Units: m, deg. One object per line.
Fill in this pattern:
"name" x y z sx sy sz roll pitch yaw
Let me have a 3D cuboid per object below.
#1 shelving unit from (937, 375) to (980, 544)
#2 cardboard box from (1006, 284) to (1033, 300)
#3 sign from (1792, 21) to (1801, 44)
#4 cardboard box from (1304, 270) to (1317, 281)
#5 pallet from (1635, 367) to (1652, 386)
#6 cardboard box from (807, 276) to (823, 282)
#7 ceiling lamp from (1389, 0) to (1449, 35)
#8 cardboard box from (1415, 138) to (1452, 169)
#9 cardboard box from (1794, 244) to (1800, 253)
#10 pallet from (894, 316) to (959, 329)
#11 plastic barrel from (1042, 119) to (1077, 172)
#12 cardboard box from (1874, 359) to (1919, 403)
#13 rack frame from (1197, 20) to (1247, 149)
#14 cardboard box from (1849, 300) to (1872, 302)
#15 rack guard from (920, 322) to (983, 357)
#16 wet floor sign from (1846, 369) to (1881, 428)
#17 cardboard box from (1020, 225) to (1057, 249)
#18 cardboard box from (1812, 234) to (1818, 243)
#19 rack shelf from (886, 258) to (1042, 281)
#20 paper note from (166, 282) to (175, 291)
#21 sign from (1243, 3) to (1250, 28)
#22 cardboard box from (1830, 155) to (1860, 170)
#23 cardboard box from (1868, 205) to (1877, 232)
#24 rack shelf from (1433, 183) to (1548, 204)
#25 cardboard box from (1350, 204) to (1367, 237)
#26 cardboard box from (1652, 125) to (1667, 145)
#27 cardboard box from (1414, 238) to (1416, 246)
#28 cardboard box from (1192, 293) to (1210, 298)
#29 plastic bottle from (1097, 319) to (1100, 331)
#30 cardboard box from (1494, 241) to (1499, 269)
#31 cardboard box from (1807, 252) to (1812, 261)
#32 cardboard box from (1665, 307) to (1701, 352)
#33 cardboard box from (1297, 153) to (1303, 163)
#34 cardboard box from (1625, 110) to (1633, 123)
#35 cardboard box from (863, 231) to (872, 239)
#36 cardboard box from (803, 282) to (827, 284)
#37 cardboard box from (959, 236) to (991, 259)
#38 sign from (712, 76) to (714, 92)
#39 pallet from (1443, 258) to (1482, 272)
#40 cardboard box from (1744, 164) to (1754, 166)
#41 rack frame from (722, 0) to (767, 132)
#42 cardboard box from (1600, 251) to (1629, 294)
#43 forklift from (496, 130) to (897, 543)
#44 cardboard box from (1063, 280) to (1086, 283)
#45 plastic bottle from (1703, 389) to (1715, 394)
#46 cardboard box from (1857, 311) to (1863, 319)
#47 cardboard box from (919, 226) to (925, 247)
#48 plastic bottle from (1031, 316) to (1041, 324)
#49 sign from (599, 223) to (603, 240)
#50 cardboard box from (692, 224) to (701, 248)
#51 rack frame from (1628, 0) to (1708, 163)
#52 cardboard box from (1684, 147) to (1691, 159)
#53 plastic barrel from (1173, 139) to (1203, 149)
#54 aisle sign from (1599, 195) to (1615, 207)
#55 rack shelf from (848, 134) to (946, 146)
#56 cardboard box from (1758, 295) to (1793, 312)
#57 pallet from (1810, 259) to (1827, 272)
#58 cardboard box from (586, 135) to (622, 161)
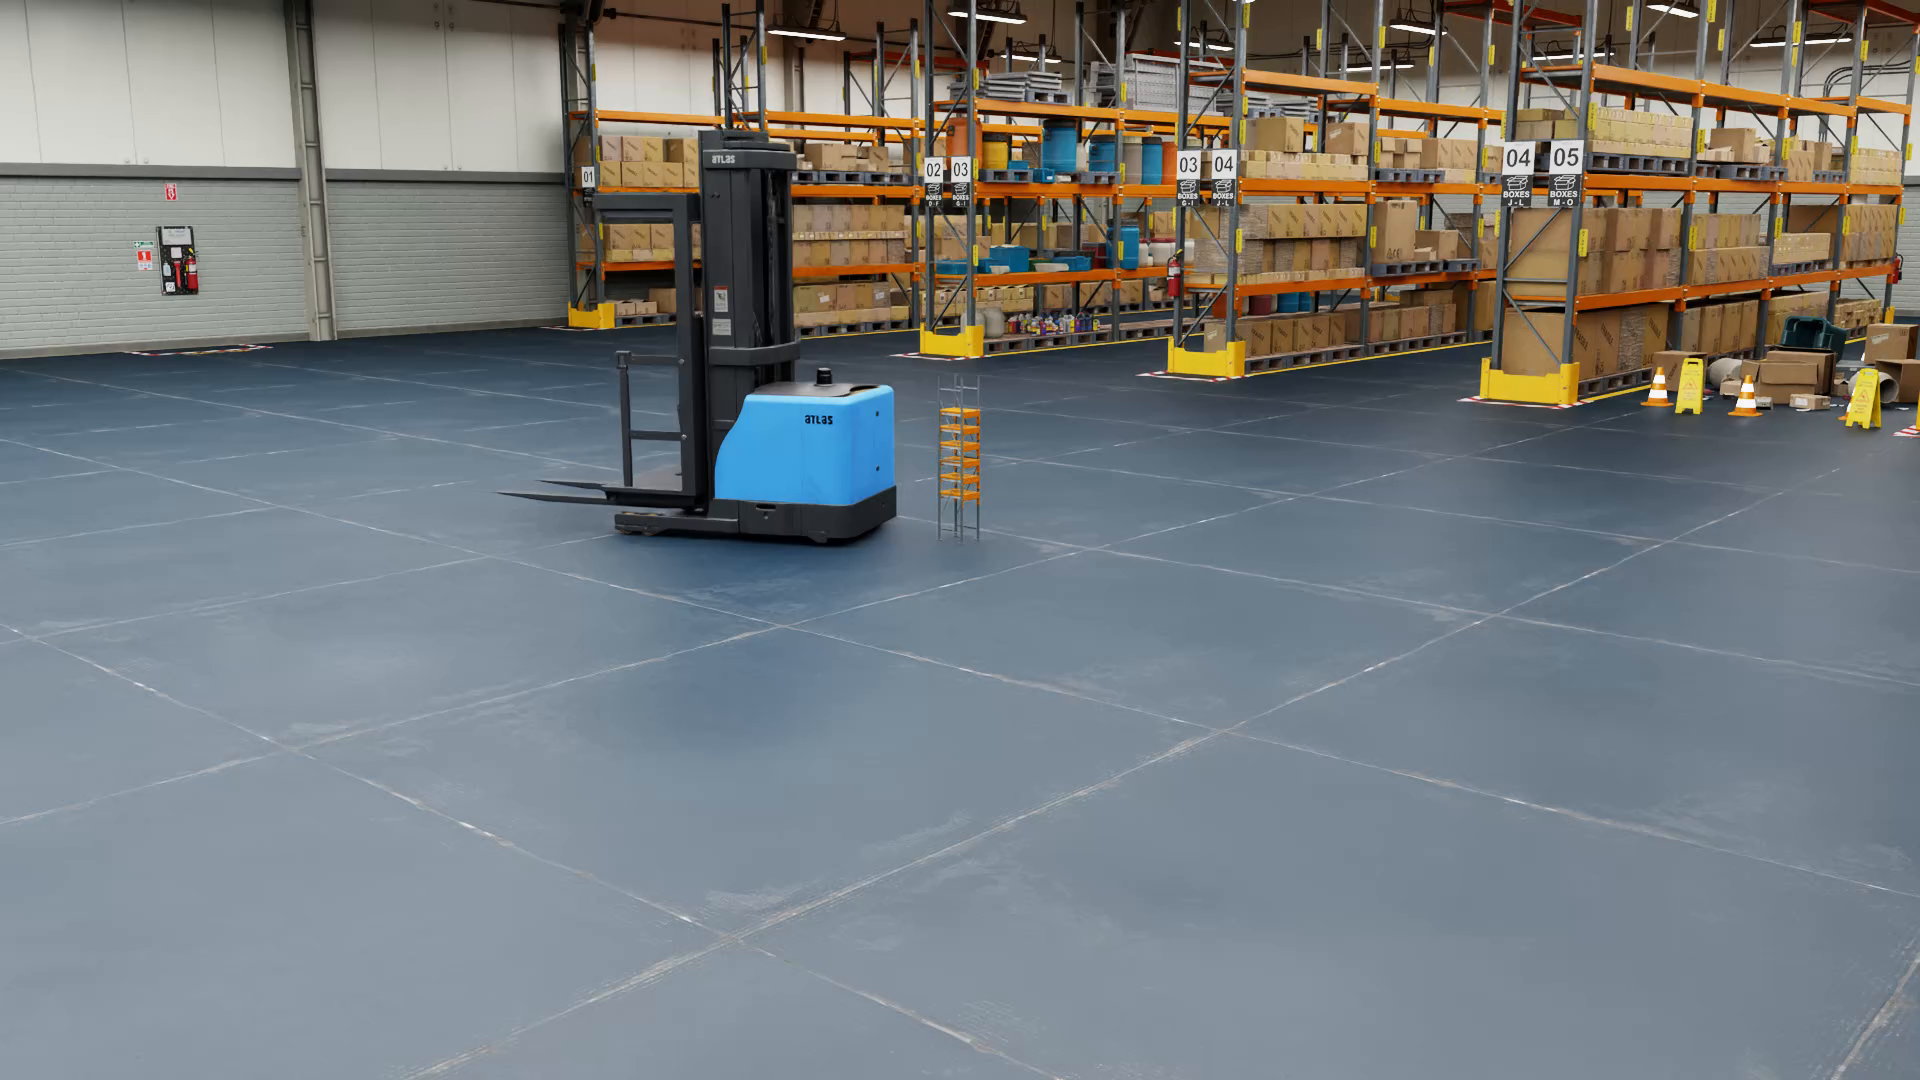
"shelving unit" -0.010 -0.586 12.083 0.258 1.200 0.189 10 15 40
"cardboard box" 1.243 -5.389 36.052 0.500 0.311 0.500 10 15 42
"sign" 12.921 -7.834 25.672 0.100 0.325 0.005 10 15 40
"cardboard box" 5.280 -4.084 25.642 0.380 0.149 0.250 10 15 40
"pallet" 9.301 -2.370 23.540 1.003 0.211 1.213 10 15 40
"cardboard box" -3.515 -6.098 38.430 0.500 0.250 0.500 10 15 40
"ceiling lamp" 9.315 -11.633 32.575 0.800 3.185 2.000 10 15 40
"cardboard box" 8.047 -6.599 28.403 0.500 0.500 0.500 10 15 41
"cardboard box" 13.821 -4.892 27.853 0.380 0.149 0.250 10 15 40
"pallet" -0.779 -4.523 34.318 1.003 0.211 1.213 10 15 40
"plastic barrel" 1.745 -6.926 29.220 0.600 0.901 0.708 10 15 40
"cardboard box" 11.917 -2.008 20.983 0.500 0.500 0.500 -2 11 -9
"rack frame" 5.123 -8.667 32.627 1.000 3.000 0.127 10 15 40
"cardboard box" 17.121 -4.480 31.671 0.380 0.149 0.250 9 14 38
"rack guard" -0.144 -3.339 27.653 1.175 0.500 0.348 10 15 40
"wet floor sign" 10.077 -1.582 18.484 0.232 0.644 0.267 -6 13 -28
"cardboard box" 1.735 -6.728 36.910 0.700 0.500 0.500 4 12 21
"cardboard box" 14.502 -5.191 28.592 0.380 0.149 0.250 10 15 40
"rack shelf" 0.084 -5.719 35.021 1.077 0.370 4.000 10 15 40
"paper note" -13.577 -4.353 28.595 0.016 0.148 0.142 10 15 40
"sign" 3.970 -7.276 23.077 0.100 0.325 0.005 10 15 40
"cardboard box" 15.640 -6.699 29.541 0.500 0.250 0.500 10 15 42
"cardboard box" 16.650 -5.960 30.827 0.500 0.500 0.500 9 14 38
"rack shelf" 10.163 -6.497 31.258 1.077 0.370 4.000 10 15 40
"cardboard box" 6.112 -5.079 26.415 0.500 0.500 0.500 10 15 40
"cardboard box" 9.064 -5.385 22.149 0.500 0.250 0.500 10 15 40
"cardboard box" 7.278 -5.019 28.347 0.637 0.503 0.797 -10 15 -42
"cardboard box" 5.862 -6.162 41.302 0.500 0.250 0.500 10 15 40
"plastic bottle" 2.477 -3.886 30.030 0.097 0.201 0.097 0 11 0
"cardboard box" 9.707 -5.246 30.562 0.500 0.500 0.500 9 15 39
"cardboard box" 14.347 -4.862 28.465 0.380 0.149 0.250 9 14 38
"cardboard box" 10.204 -3.045 24.471 1.050 0.750 0.750 10 15 40
"cardboard box" 4.932 -5.740 25.000 0.380 0.149 0.250 10 15 40
"cardboard box" 8.352 -5.402 21.220 0.380 0.149 0.250 9 15 39
"cardboard box" -1.928 -5.927 32.316 0.380 0.149 0.250 10 15 40
"cardboard box" -2.766 -4.754 32.387 0.500 0.500 0.500 10 15 40
"cardboard box" 0.309 -6.166 35.167 0.500 0.500 0.500 9 14 37
"sign" -5.380 -9.966 36.341 0.100 0.325 0.005 10 15 40
"pallet" 8.453 -4.872 29.433 1.213 0.211 1.003 10 15 40
"cardboard box" 12.688 -6.065 27.005 0.500 0.500 0.500 10 15 40
"rack frame" -3.877 -8.130 29.943 1.000 3.000 0.127 10 15 40
"cardboard box" 8.243 -3.535 21.869 0.875 0.550 0.550 10 15 40
"forklift" -2.063 -1.560 12.537 3.031 2.935 1.130 4 12 17
"cardboard box" 2.551 -6.051 38.193 0.500 0.250 0.500 9 15 39
"plastic bottle" 9.742 -1.950 21.817 0.283 0.061 0.133 4 12 21
"cardboard box" 16.631 -4.210 31.080 0.380 0.149 0.250 10 15 41
"cardboard box" -1.125 -7.397 40.523 0.500 0.500 0.500 10 15 40
"plastic bottle" 1.360 -3.845 29.636 0.152 0.276 0.135 10 15 40
"sign" -7.193 -6.183 33.299 0.100 0.325 0.005 10 15 40
"cardboard box" -5.705 -6.465 35.336 0.500 0.500 0.500 9 15 39
"rack frame" 9.862 -6.781 23.189 1.000 3.000 0.127 10 15 40
"cardboard box" 9.861 -5.347 22.981 0.380 0.149 0.250 10 15 40
"plastic barrel" 4.417 -7.349 32.407 0.600 0.901 0.600 0 11 0
"aisle sign" 13.946 -7.585 35.894 0.394 0.787 0.004 10 15 40
"rack shelf" -0.999 -9.693 40.623 1.077 0.370 4.000 10 15 40
"cardboard box" 13.474 -3.921 27.578 0.500 0.250 0.500 10 15 40
"pallet" 14.529 -4.829 29.220 1.003 0.211 1.213 10 15 40
"cardboard box" -7.164 -7.874 33.458 0.500 0.500 0.500 8 14 36
